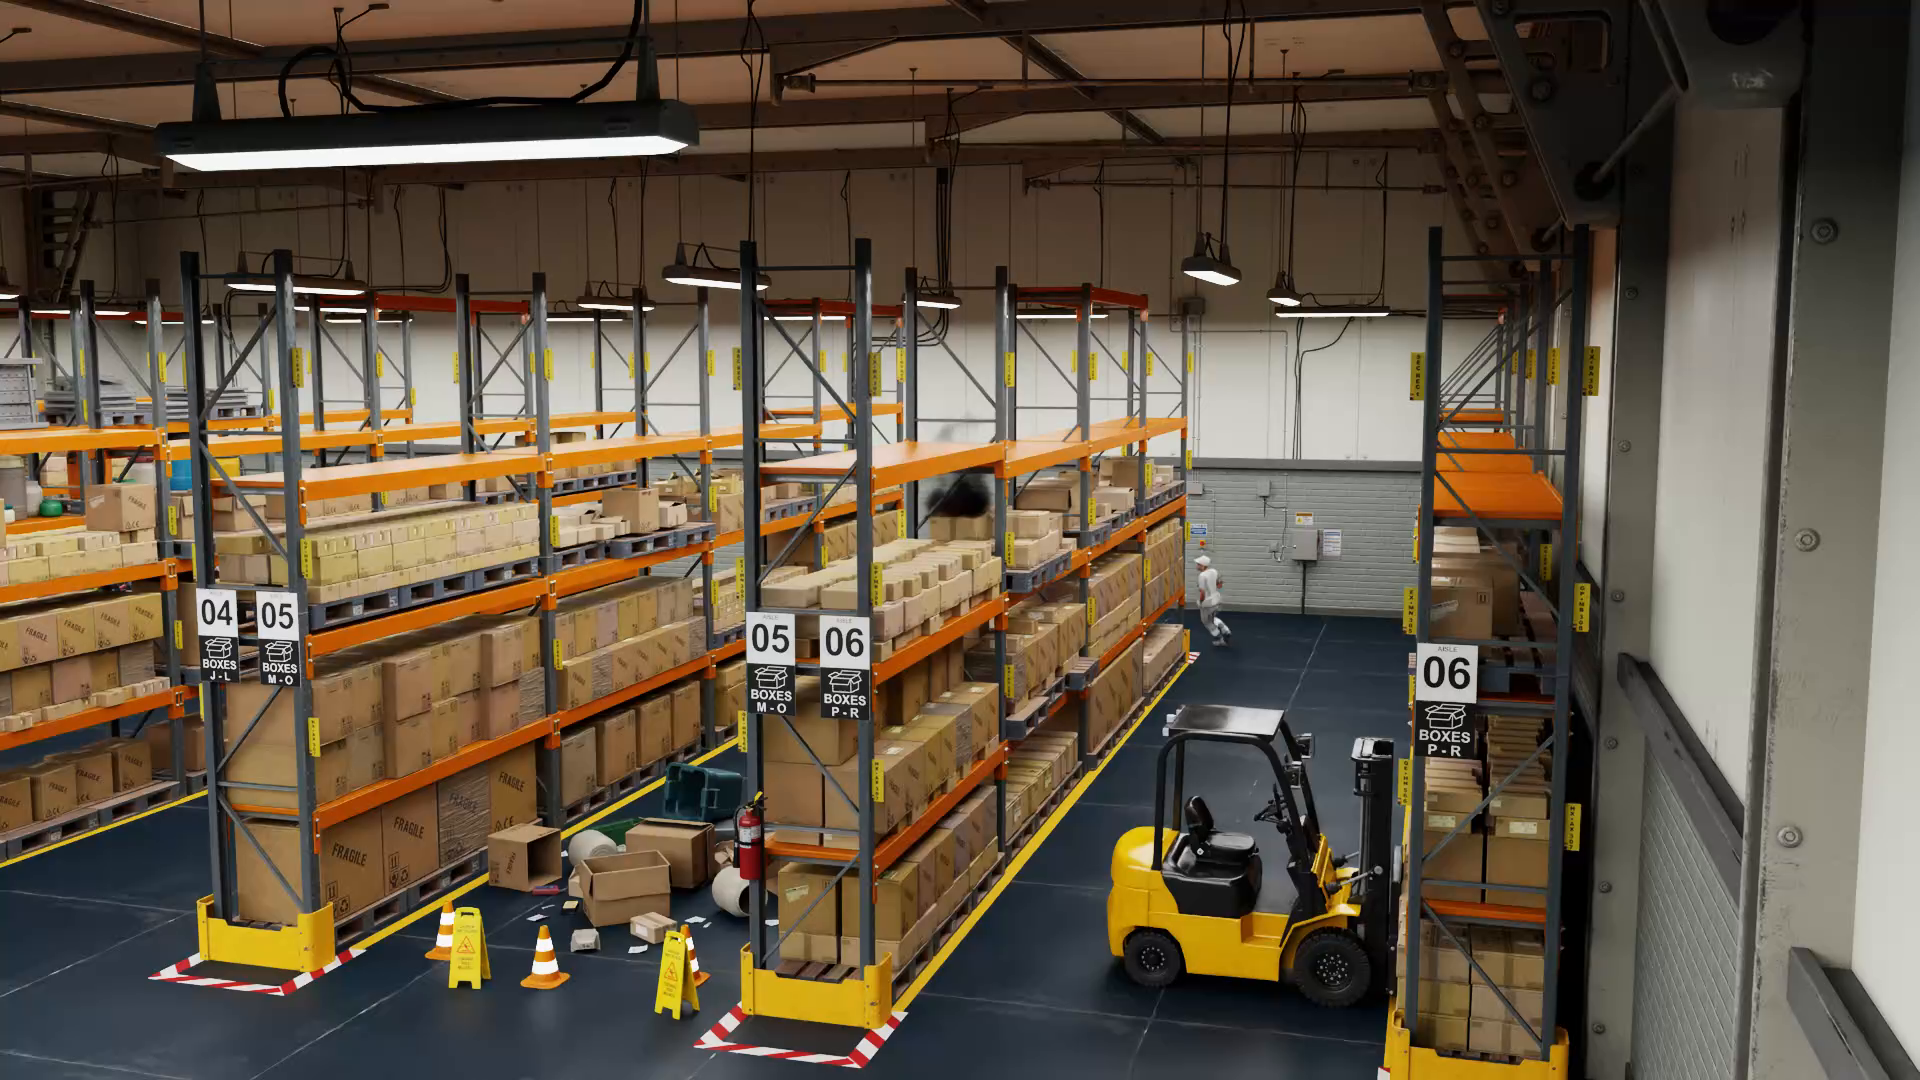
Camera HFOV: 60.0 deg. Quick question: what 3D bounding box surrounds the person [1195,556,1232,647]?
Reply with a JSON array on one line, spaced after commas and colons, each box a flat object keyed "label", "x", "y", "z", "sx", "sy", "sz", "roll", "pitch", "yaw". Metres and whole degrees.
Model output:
[{"label": "person", "x": 4.384, "y": 1.082, "z": 29.194, "sx": 0.785, "sy": 1.651, "sz": 0.550, "roll": -5, "pitch": 8, "yaw": -39}]
